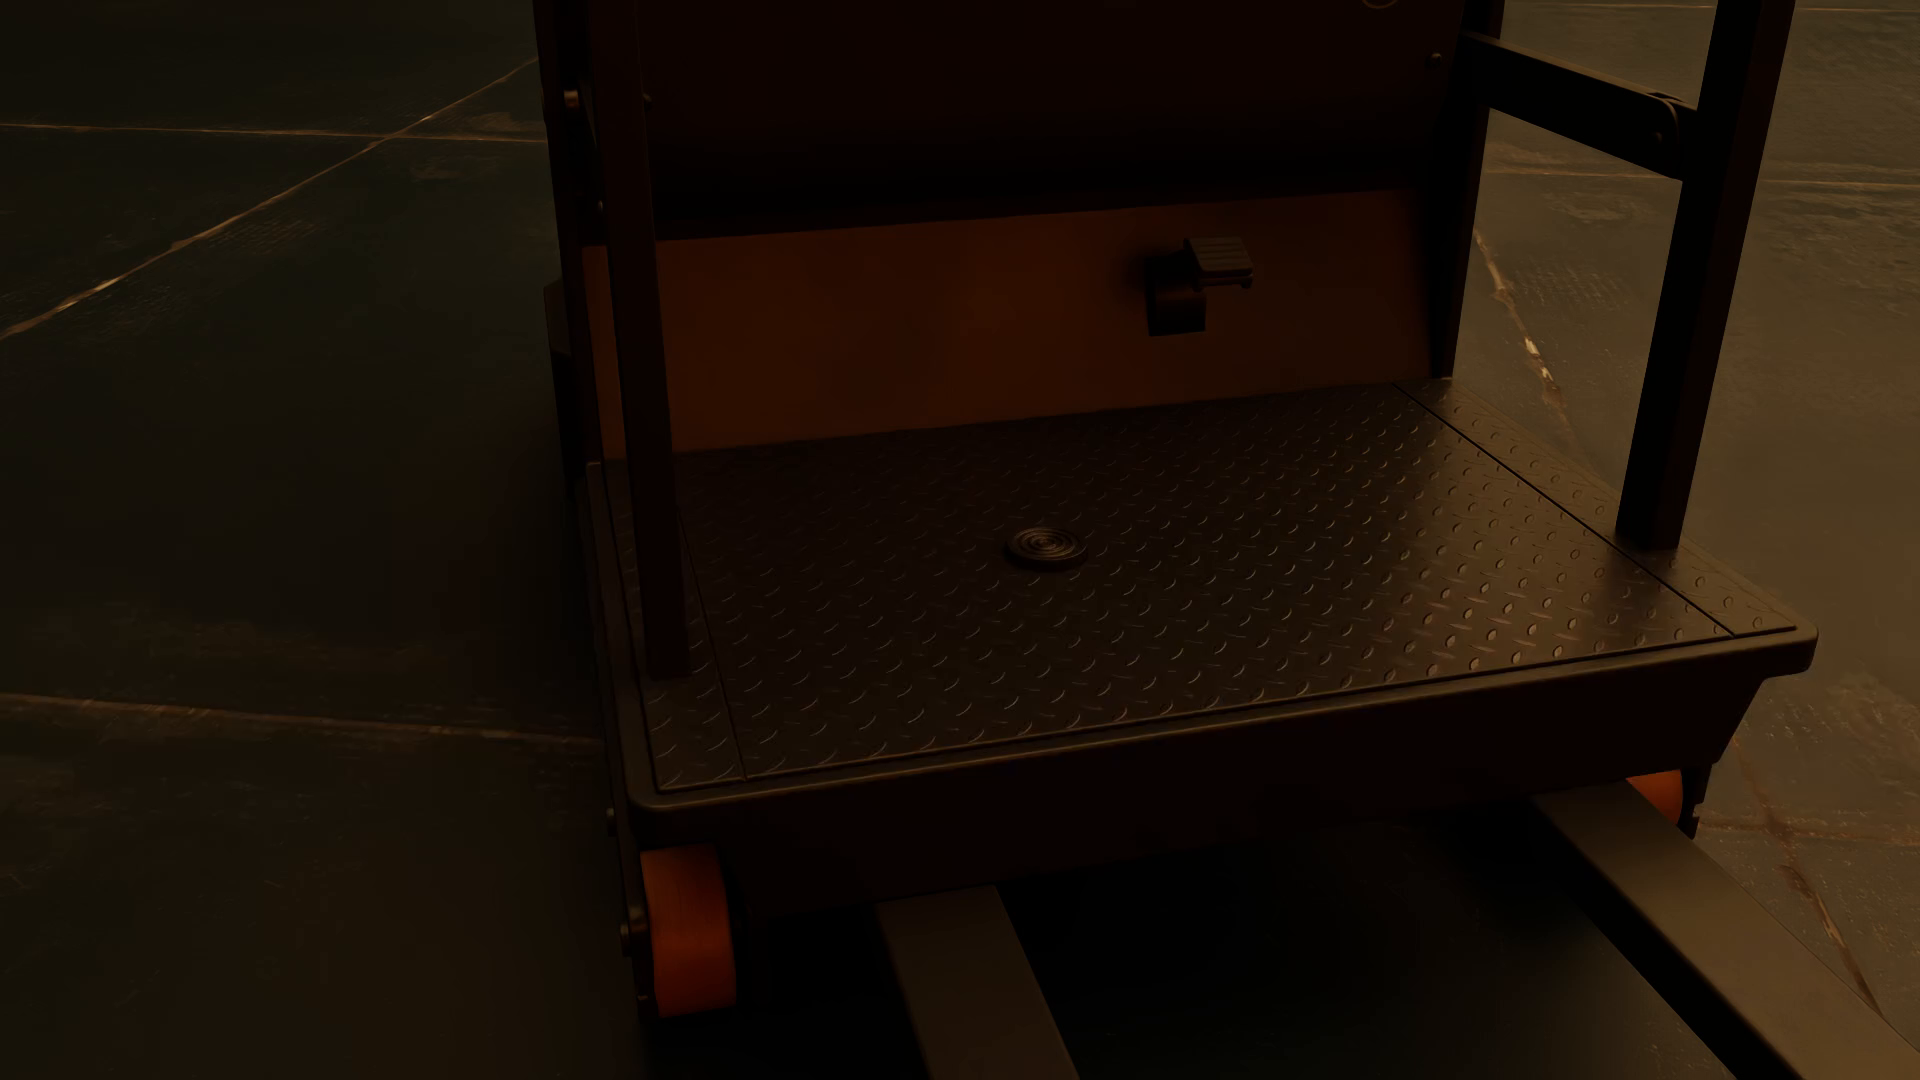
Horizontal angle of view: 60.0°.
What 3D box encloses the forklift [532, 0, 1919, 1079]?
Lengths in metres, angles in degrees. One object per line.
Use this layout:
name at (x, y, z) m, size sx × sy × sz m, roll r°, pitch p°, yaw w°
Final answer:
forklift at (0.153, -1.049, 1.319) m, size 1.130 × 2.935 × 3.031 m, roll -7°, pitch 27°, yaw -13°
